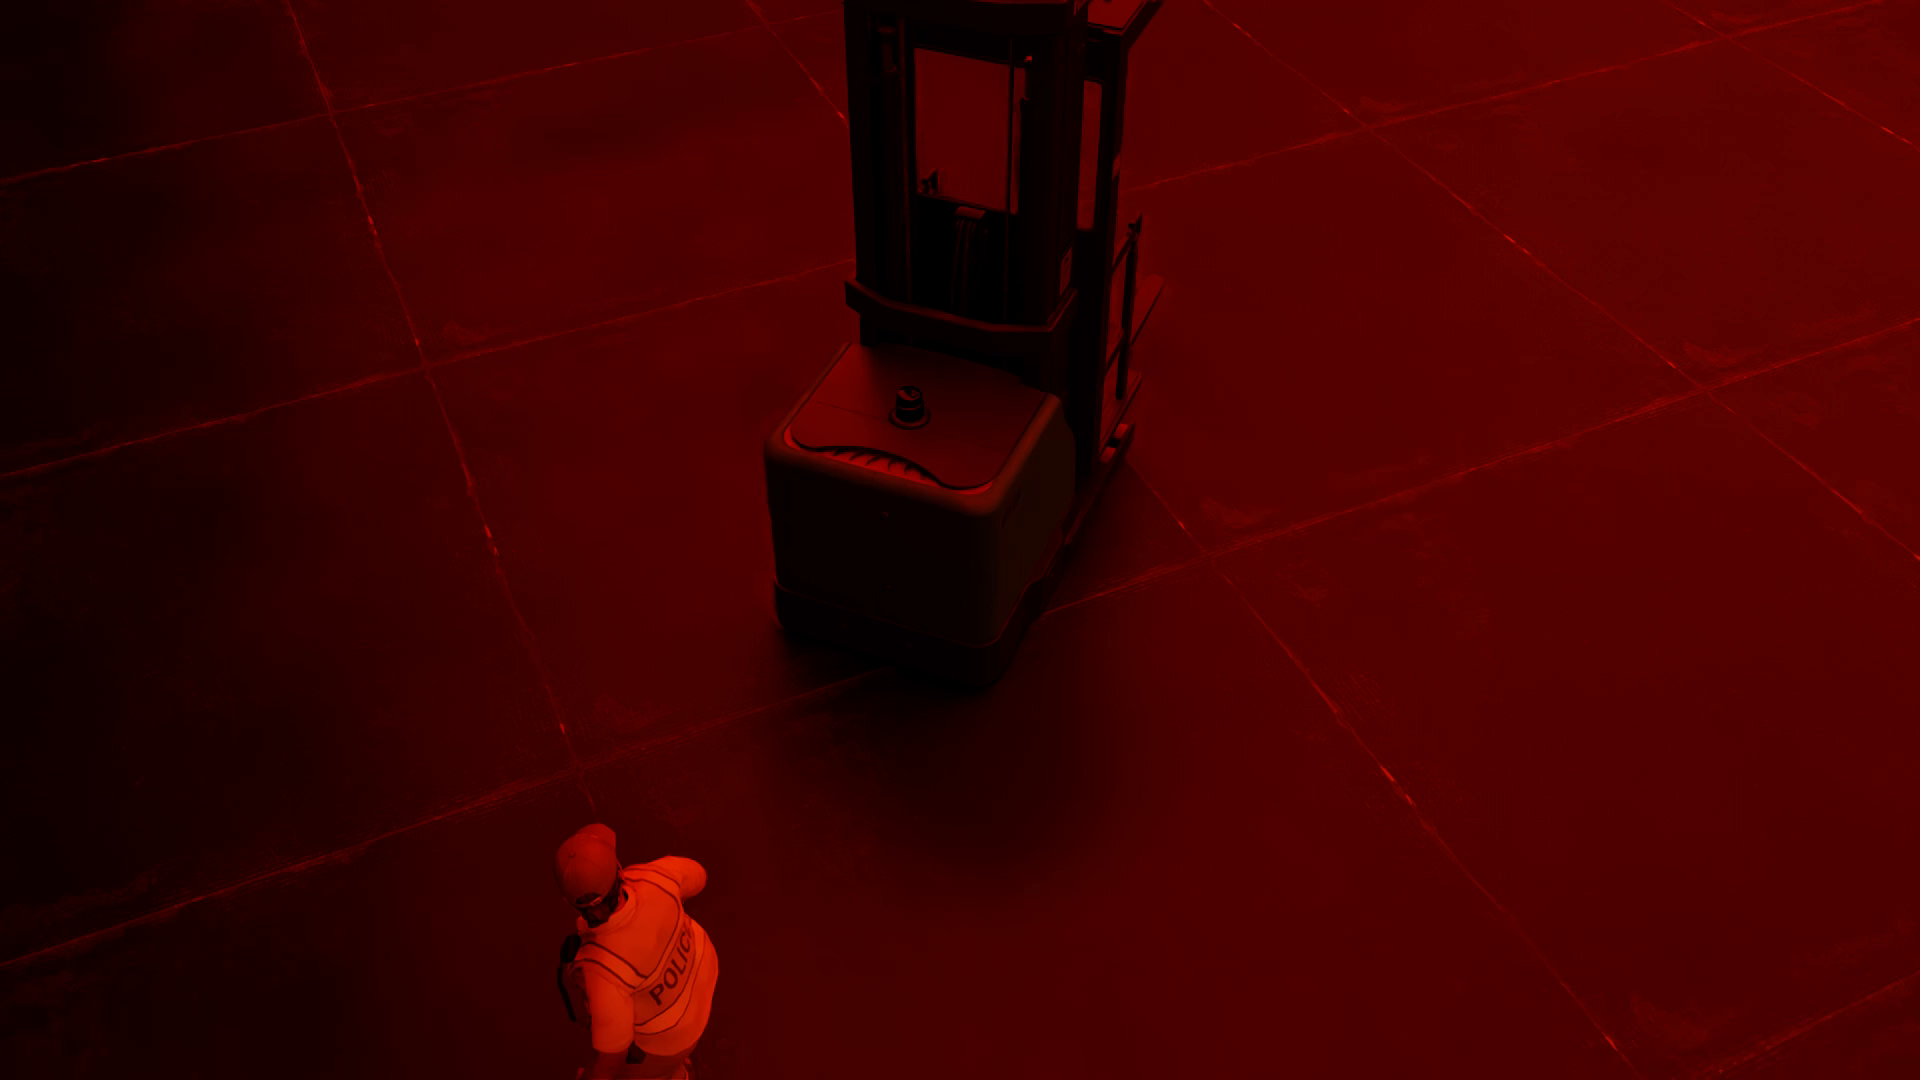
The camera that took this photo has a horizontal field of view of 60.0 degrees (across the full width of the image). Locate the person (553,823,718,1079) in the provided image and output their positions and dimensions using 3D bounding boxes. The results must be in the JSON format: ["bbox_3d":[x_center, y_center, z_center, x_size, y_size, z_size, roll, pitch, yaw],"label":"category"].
[{"bbox_3d":[-1.013,1.432,5.095,0.511,1.644,0.680,5,43,6],"label":"person"}]

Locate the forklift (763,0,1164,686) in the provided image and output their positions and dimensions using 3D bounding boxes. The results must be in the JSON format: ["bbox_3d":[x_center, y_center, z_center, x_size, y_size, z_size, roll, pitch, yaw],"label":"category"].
[{"bbox_3d":[0.220,-1.469,7.254,1.130,2.935,3.031,16,45,16],"label":"forklift"}]
